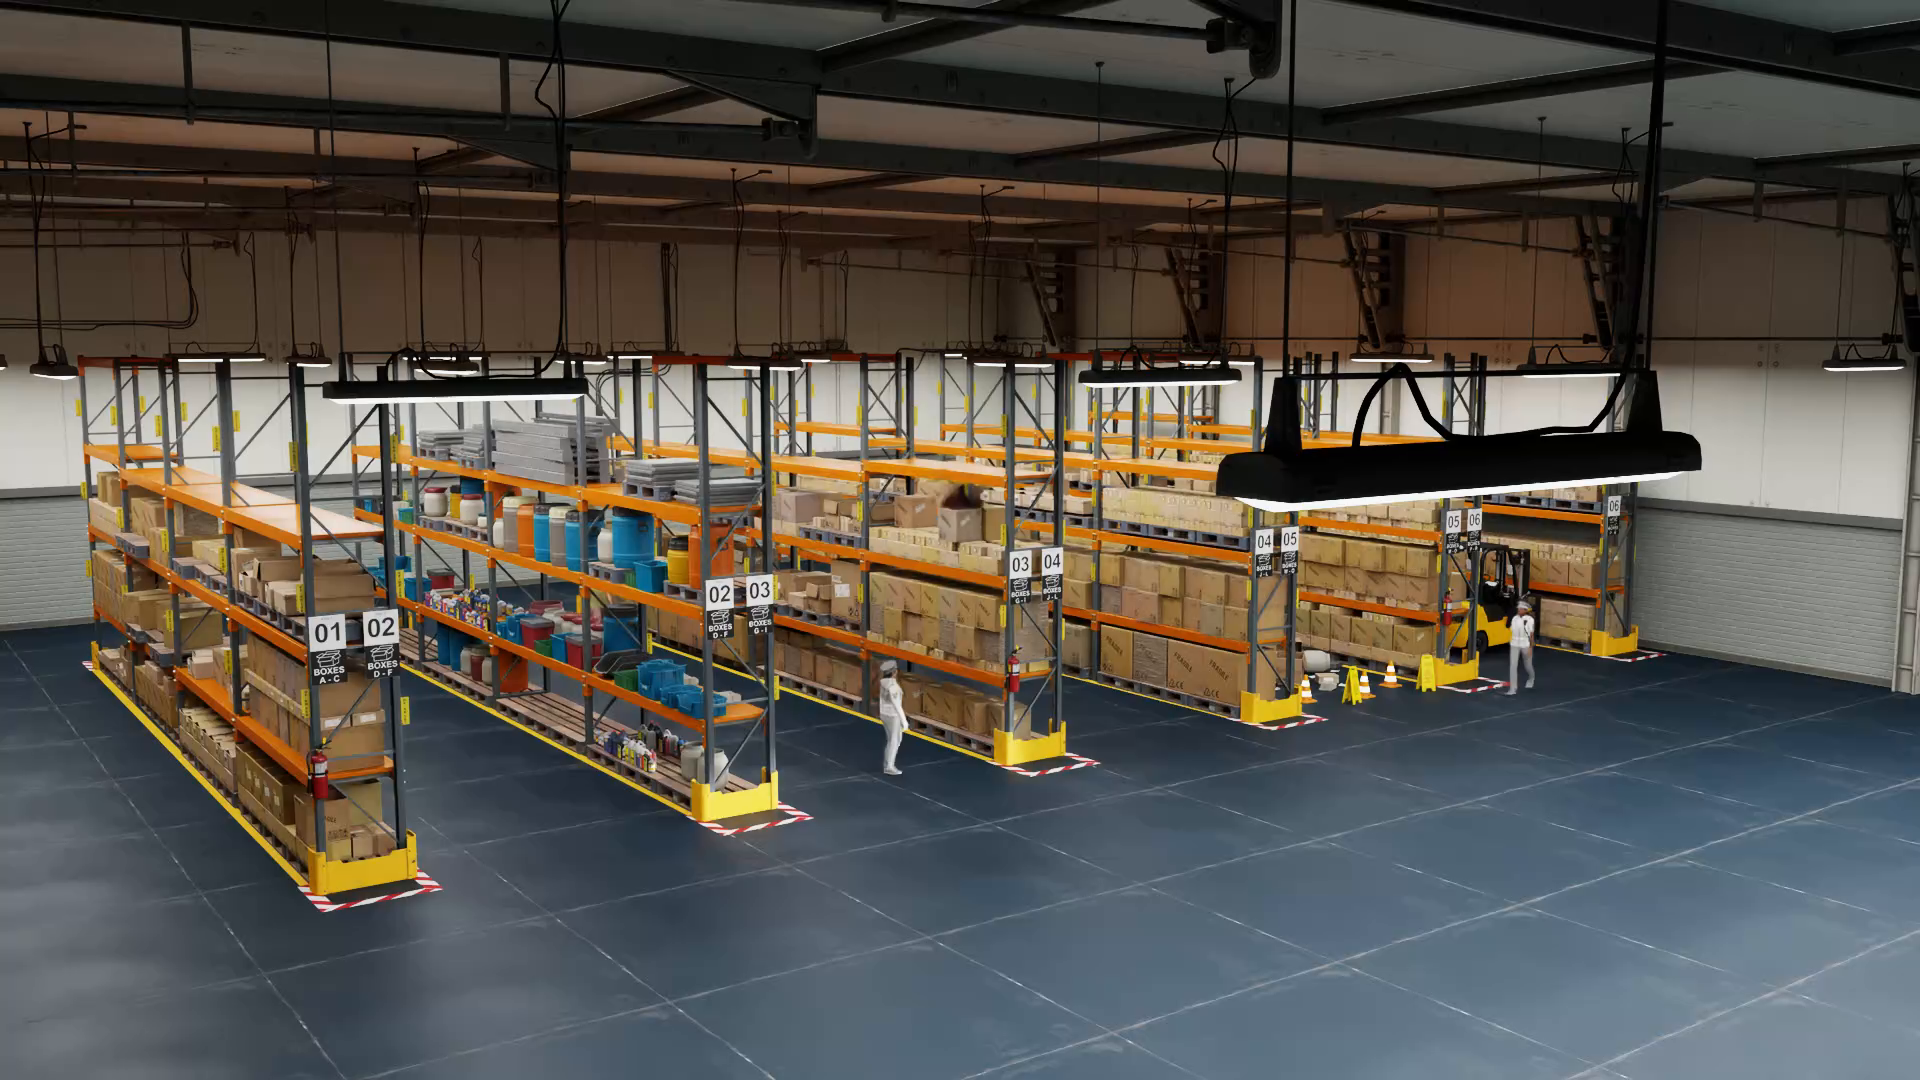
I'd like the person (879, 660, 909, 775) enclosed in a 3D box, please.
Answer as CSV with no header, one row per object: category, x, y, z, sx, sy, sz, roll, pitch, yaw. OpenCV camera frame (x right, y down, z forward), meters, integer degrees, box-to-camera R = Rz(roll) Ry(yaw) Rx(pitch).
person,-0.969,2.600,24.244,0.420,1.741,0.551,-1,7,-5

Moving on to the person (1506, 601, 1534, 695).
person,10.027,1.900,29.705,0.423,1.663,0.864,4,8,29

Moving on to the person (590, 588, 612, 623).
person,-7.405,1.426,34.094,0.532,1.640,0.932,-4,8,-32
